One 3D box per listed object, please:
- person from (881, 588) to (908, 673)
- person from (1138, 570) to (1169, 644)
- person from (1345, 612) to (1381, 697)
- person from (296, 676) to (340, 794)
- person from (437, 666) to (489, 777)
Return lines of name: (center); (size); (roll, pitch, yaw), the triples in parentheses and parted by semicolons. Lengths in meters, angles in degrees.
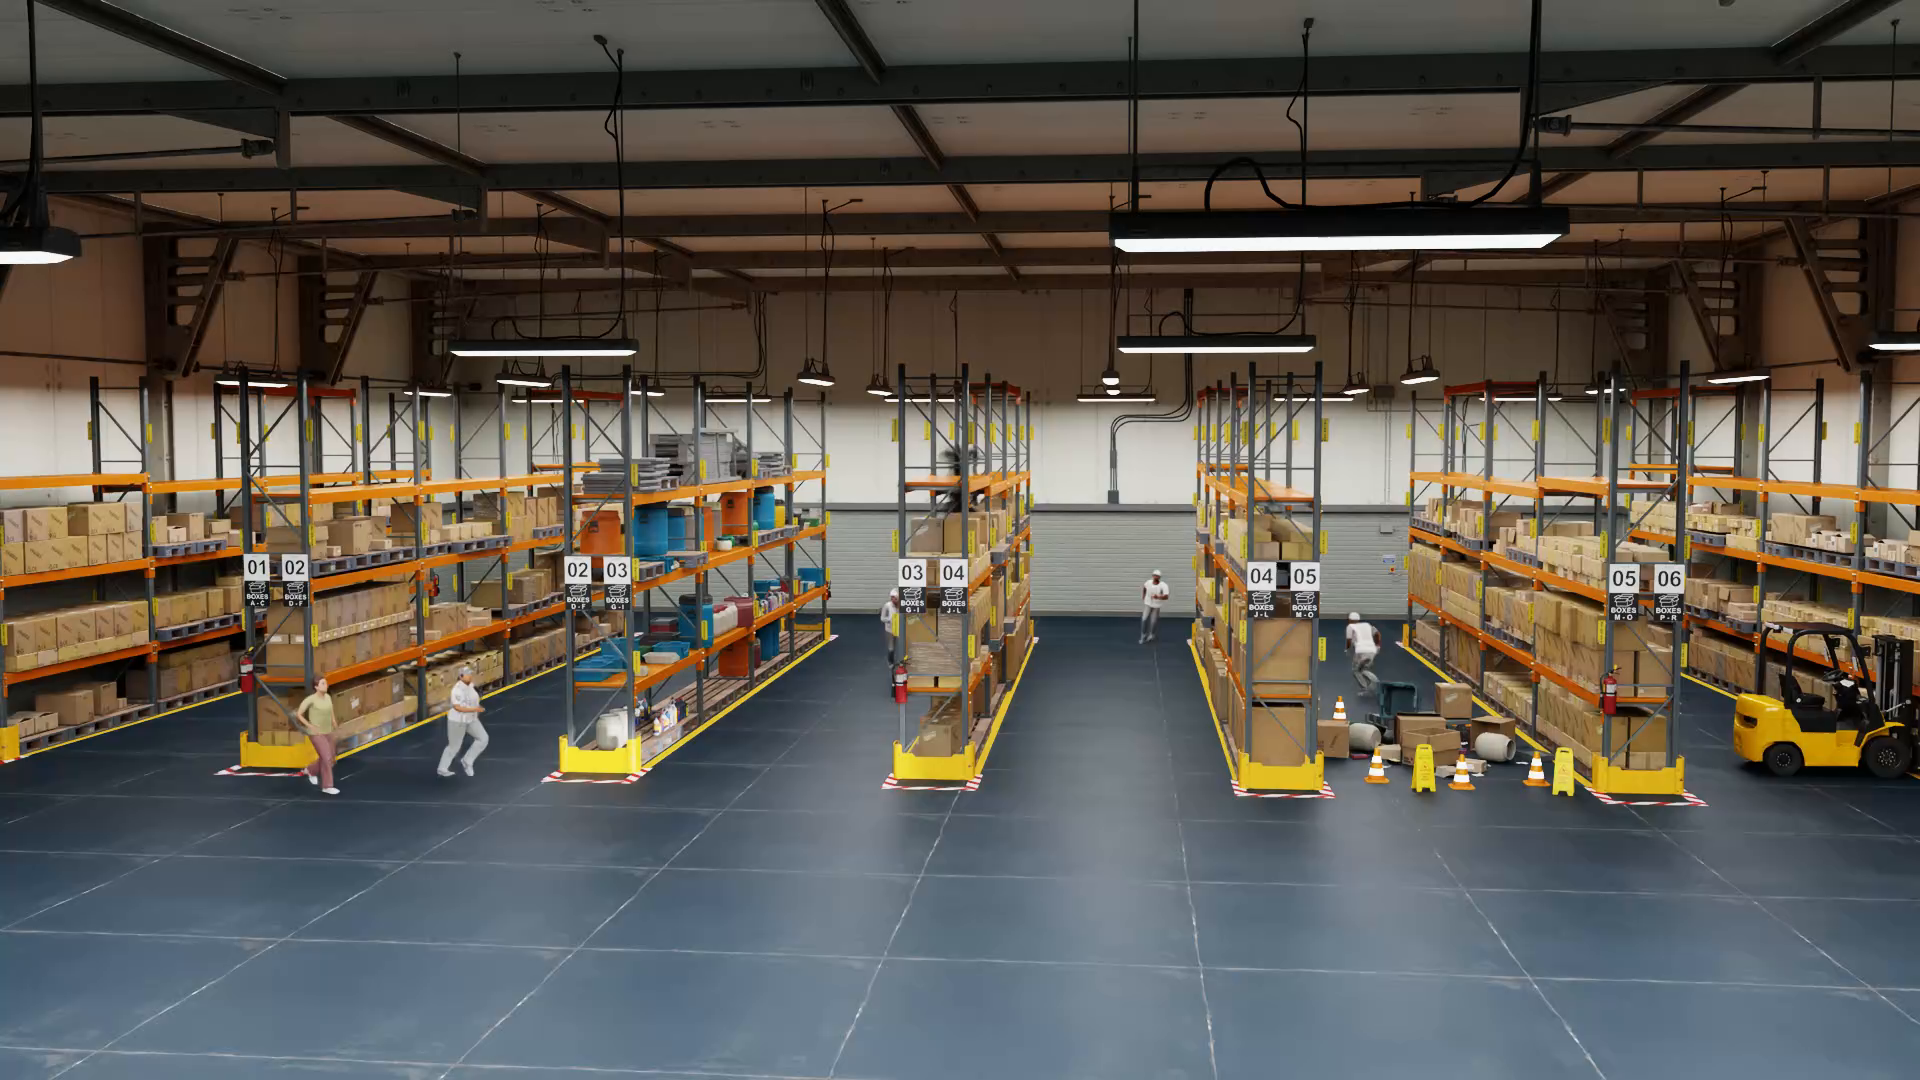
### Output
person: (-1.268, 1.814, 33.030); (0.658, 1.746, 0.988); (-1, 4, -9)
person: (4.657, 1.601, 39.665); (0.708, 1.810, 0.688); (2, 4, 23)
person: (7.712, 2.187, 31.675); (0.710, 1.581, 0.927); (-1, 4, -19)
person: (-8.923, 2.700, 23.117); (0.645, 1.645, 0.592); (2, 4, 28)
person: (-7.180, 2.630, 24.102); (0.818, 1.637, 0.616); (1, 4, 21)
